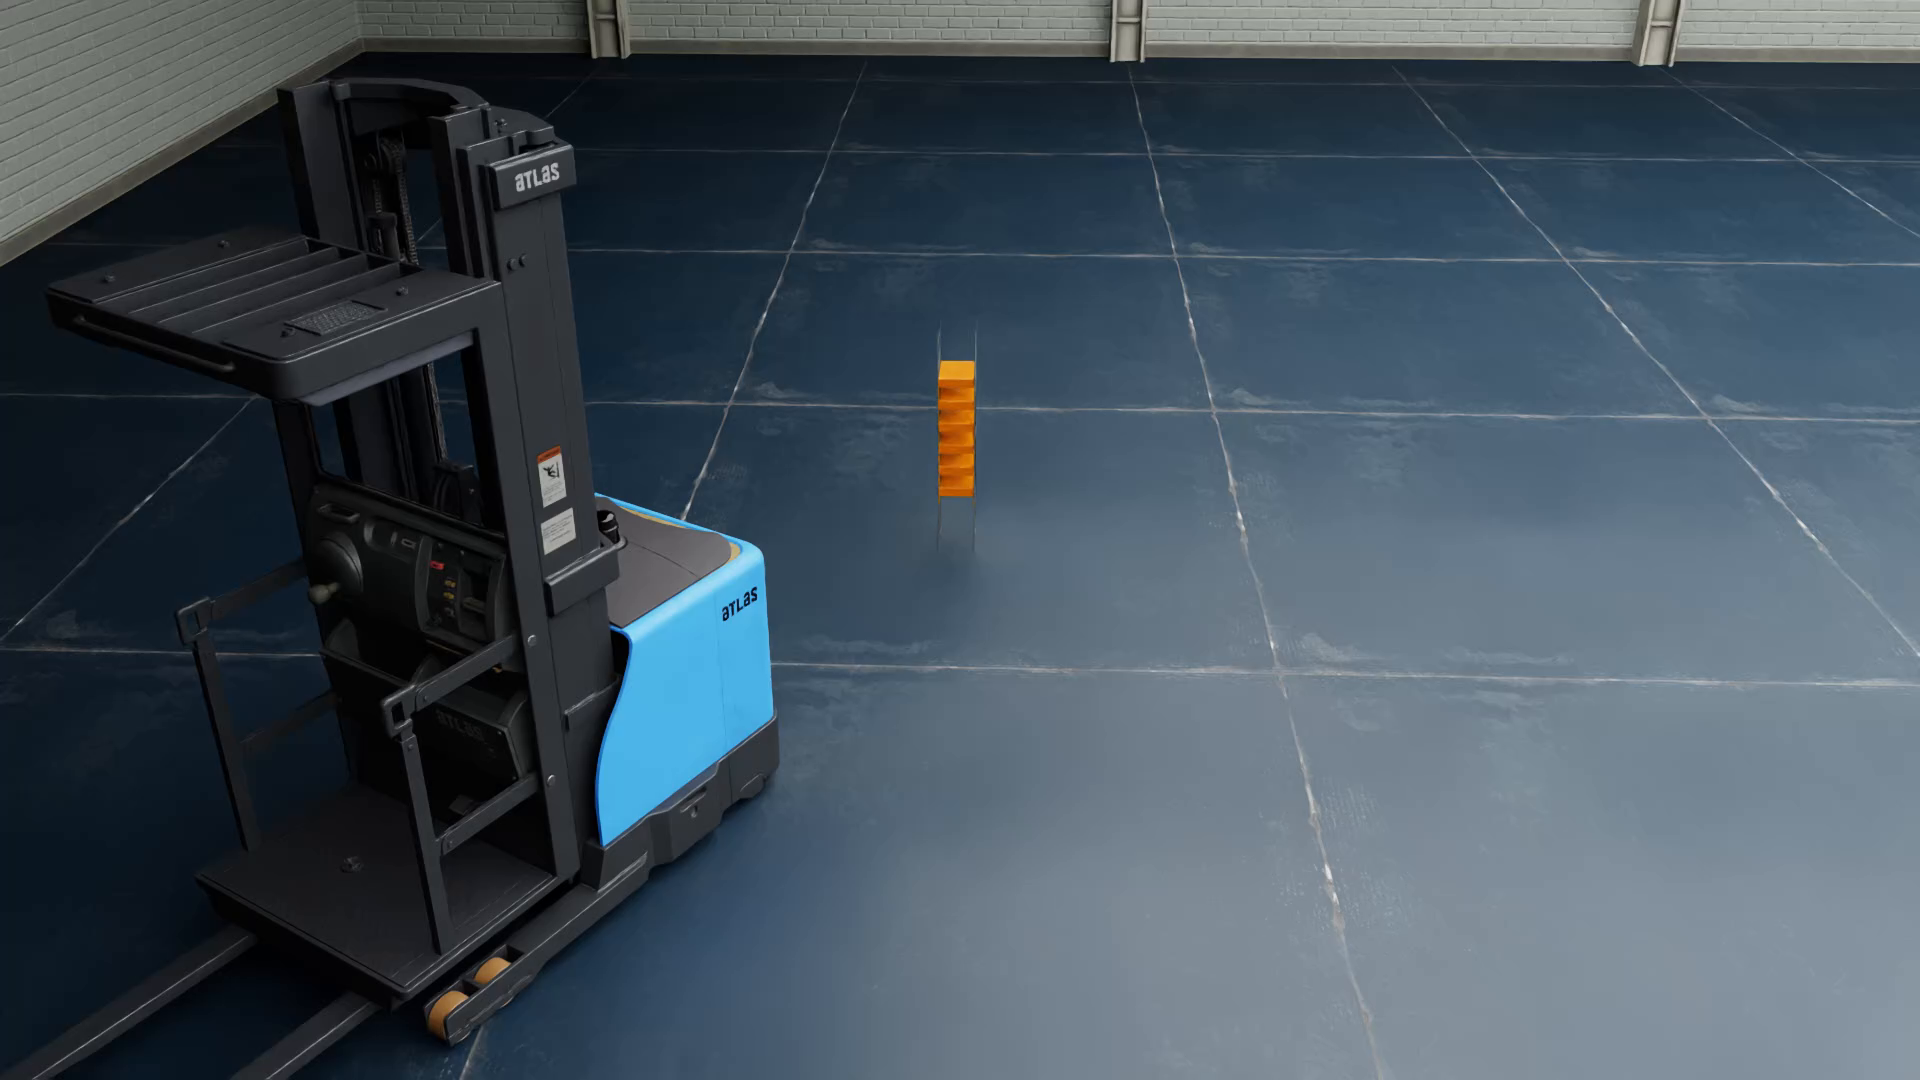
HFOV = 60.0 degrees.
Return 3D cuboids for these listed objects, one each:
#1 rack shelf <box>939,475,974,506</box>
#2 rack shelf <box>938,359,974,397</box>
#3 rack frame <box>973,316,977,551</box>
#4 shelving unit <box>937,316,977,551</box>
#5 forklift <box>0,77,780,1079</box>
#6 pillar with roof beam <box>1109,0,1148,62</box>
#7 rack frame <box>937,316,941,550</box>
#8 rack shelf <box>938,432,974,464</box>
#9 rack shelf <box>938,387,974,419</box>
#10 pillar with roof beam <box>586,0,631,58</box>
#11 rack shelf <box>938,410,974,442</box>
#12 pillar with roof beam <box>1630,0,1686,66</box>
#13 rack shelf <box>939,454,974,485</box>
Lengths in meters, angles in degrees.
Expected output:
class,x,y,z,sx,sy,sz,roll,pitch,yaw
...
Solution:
class,x,y,z,sx,sy,sz,roll,pitch,yaw
rack shelf,-0.014,-0.279,8.603,0.180,0.103,0.258,1,28,2
rack shelf,-0.014,-0.809,8.322,0.180,0.103,0.258,1,28,2
rack frame,0.077,-0.529,8.467,0.006,1.200,0.240,1,28,2
shelving unit,-0.014,-0.530,8.469,0.189,1.200,0.258,1,28,2
forklift,-1.961,0.136,5.364,1.130,2.935,3.031,17,32,29
pillar with roof beam,1.773,-7.522,13.332,0.400,9.000,9.100,1,28,2
rack frame,-0.106,-0.532,8.472,0.006,1.200,0.240,1,28,2
rack shelf,-0.014,-0.491,8.490,0.180,0.103,0.258,1,28,2
rack shelf,-0.014,-0.703,8.378,0.180,0.103,0.258,1,28,2
pillar with roof beam,-4.223,-7.621,13.519,0.400,9.000,9.100,1,28,2
rack shelf,-0.014,-0.597,8.434,0.180,0.103,0.258,1,28,2
pillar with roof beam,7.769,-7.423,13.145,0.400,9.000,9.100,1,28,2
rack shelf,-0.014,-0.385,8.546,0.180,0.103,0.258,1,28,2
